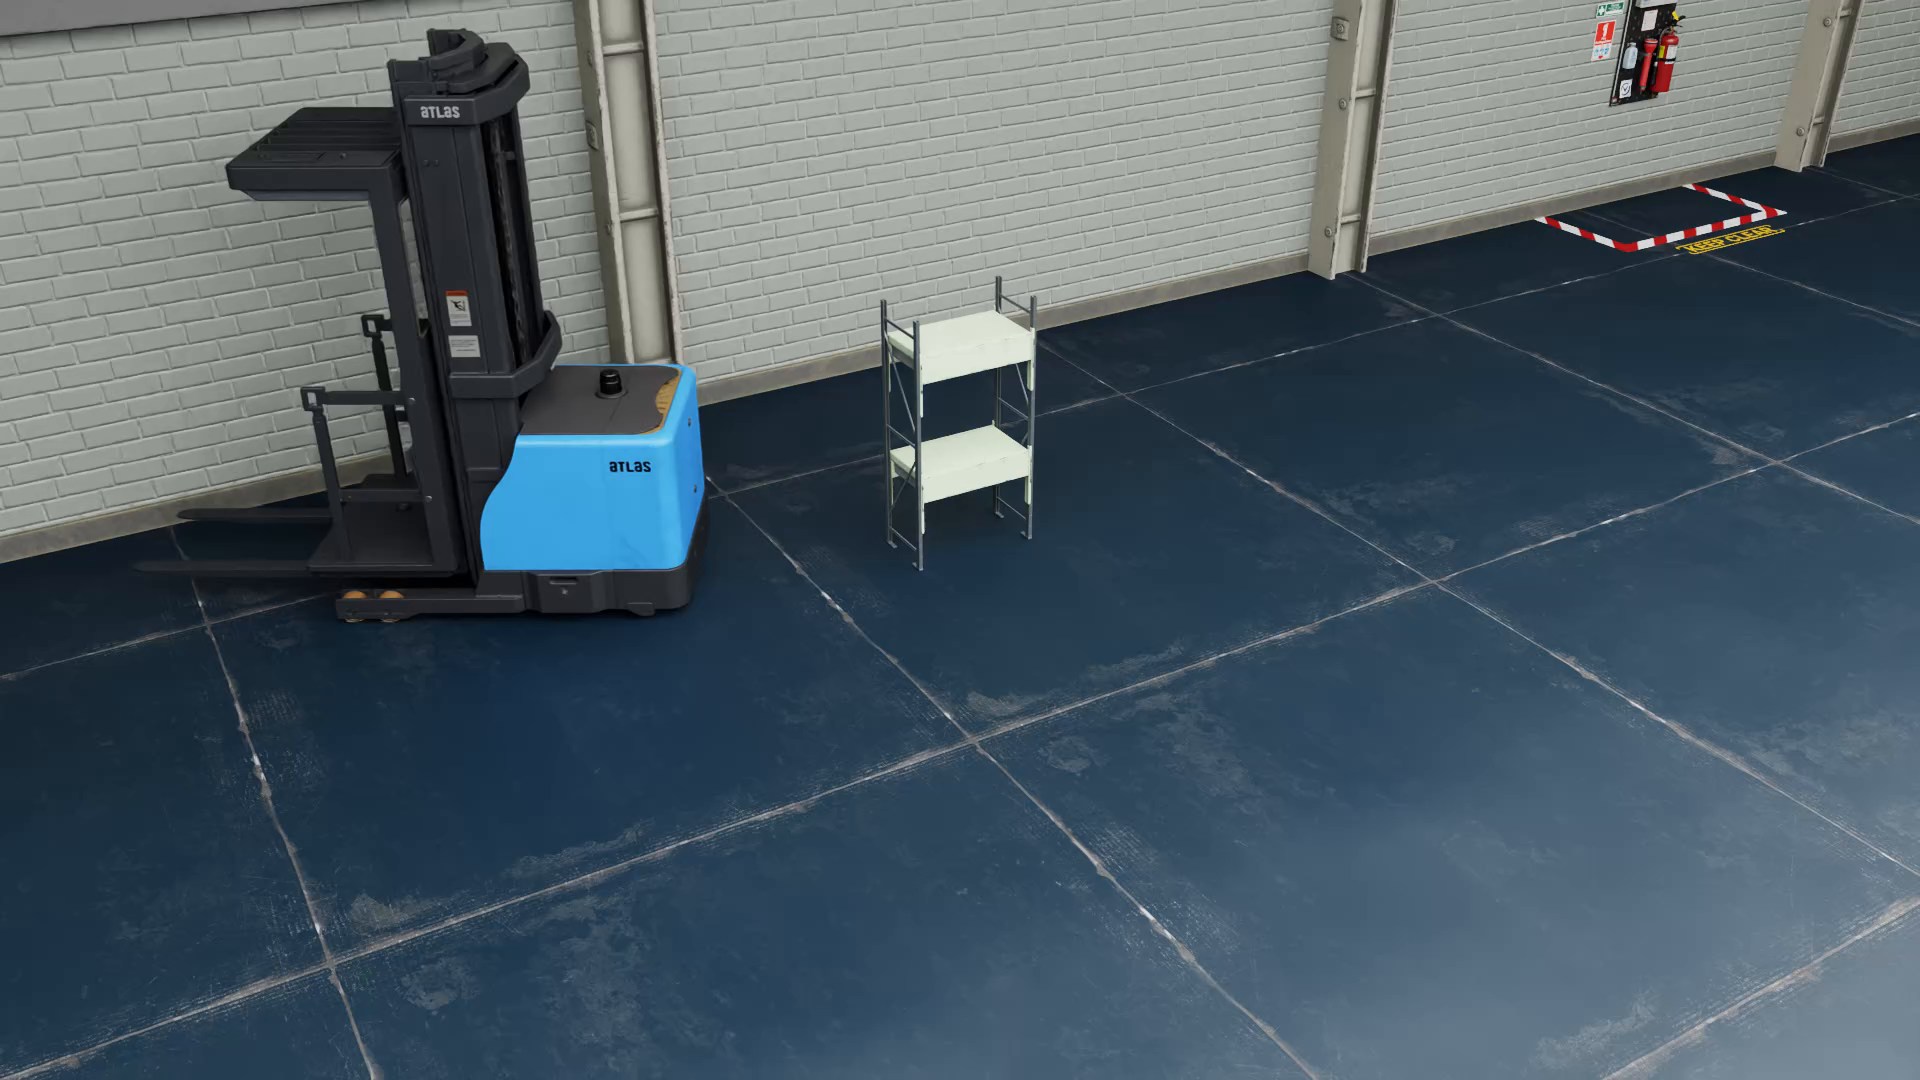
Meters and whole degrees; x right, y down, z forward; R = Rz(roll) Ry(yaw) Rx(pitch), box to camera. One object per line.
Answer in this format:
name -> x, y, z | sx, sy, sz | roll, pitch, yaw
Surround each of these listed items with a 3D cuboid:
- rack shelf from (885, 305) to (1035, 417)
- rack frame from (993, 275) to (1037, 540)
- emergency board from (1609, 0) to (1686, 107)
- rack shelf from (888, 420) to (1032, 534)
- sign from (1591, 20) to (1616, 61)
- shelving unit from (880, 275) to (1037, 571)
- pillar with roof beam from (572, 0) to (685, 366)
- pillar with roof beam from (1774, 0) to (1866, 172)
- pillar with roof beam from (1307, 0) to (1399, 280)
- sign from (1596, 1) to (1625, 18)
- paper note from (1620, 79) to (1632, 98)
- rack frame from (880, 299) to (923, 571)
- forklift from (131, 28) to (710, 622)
rack shelf -> -0.006, -0.997, 9.196 | 0.720, 0.370, 0.431 | -16, 33, -26
rack frame -> 0.310, -0.745, 9.547 | 0.023, 1.500, 0.400 | -16, 33, -26
emergency board -> 6.143, -4.436, 14.683 | 0.643, 1.169, 0.194 | -16, 33, -26
rack shelf -> -0.006, -0.370, 9.542 | 0.720, 0.370, 0.431 | -16, 33, -26
sign -> 5.614, -4.359, 14.507 | 0.234, 0.329, 0.001 | -16, 33, -26
shelving unit -> -0.006, -0.655, 9.385 | 0.755, 1.500, 0.431 | -16, 33, -26
pillar with roof beam -> 0.128, -2.920, 5.728 | 0.400, 9.000, 9.100 | -16, 33, -26
pillar with roof beam -> 10.474, -5.858, 11.051 | 0.400, 9.000, 9.100 | -16, 33, -26
pillar with roof beam -> 5.301, -4.389, 8.390 | 0.400, 9.000, 9.100 | -16, 33, -26
sign -> 5.623, -4.588, 14.374 | 0.331, 0.109, 0.001 | -16, 33, -26
paper note -> 5.956, -4.035, 14.869 | 0.142, 0.148, 0.016 | -16, 33, -26
rack frame -> -0.321, -0.565, 9.222 | 0.023, 1.500, 0.400 | -16, 33, -26
forklift -> -2.978, -1.097, 8.704 | 3.031, 2.935, 1.130 | 0, 29, 0
